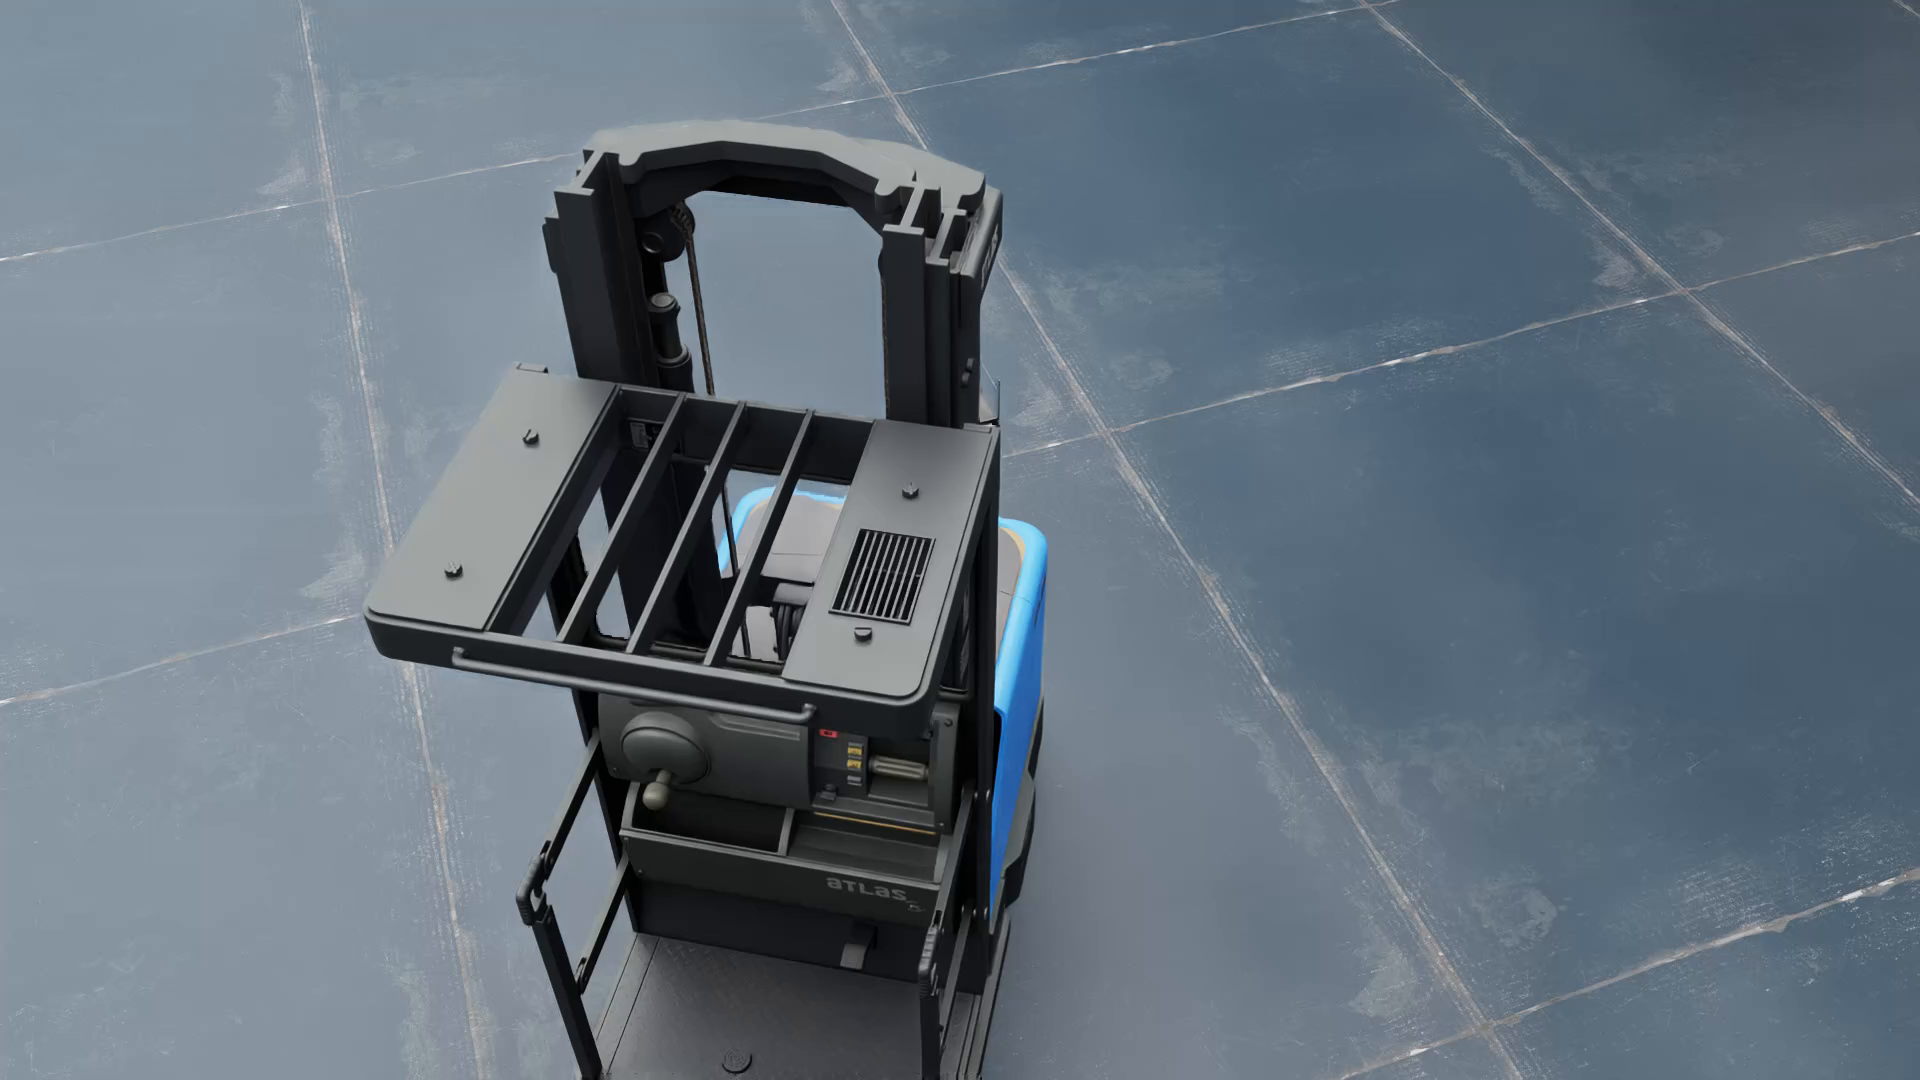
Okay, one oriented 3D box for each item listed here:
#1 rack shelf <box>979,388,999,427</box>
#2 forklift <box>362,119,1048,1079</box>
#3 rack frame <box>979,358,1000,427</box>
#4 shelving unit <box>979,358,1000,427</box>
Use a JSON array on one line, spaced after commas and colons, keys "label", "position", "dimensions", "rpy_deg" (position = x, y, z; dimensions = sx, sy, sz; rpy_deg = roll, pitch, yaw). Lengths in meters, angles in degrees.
[{"label": "rack shelf", "position": [0.008, -0.487, 6.266], "dimensions": [0.200, 0.077, 0.258], "rpy_deg": [-14, 47, -14]}, {"label": "forklift", "position": [-0.506, 0.625, 4.058], "dimensions": [1.130, 2.935, 3.031], "rpy_deg": [8, 46, 8]}, {"label": "rack frame", "position": [0.103, -0.344, 6.458], "dimensions": [0.006, 0.900, 0.240], "rpy_deg": [-14, 47, -14]}, {"label": "shelving unit", "position": [0.008, -0.320, 6.433], "dimensions": [0.210, 0.900, 0.258], "rpy_deg": [-14, 47, -14]}]
